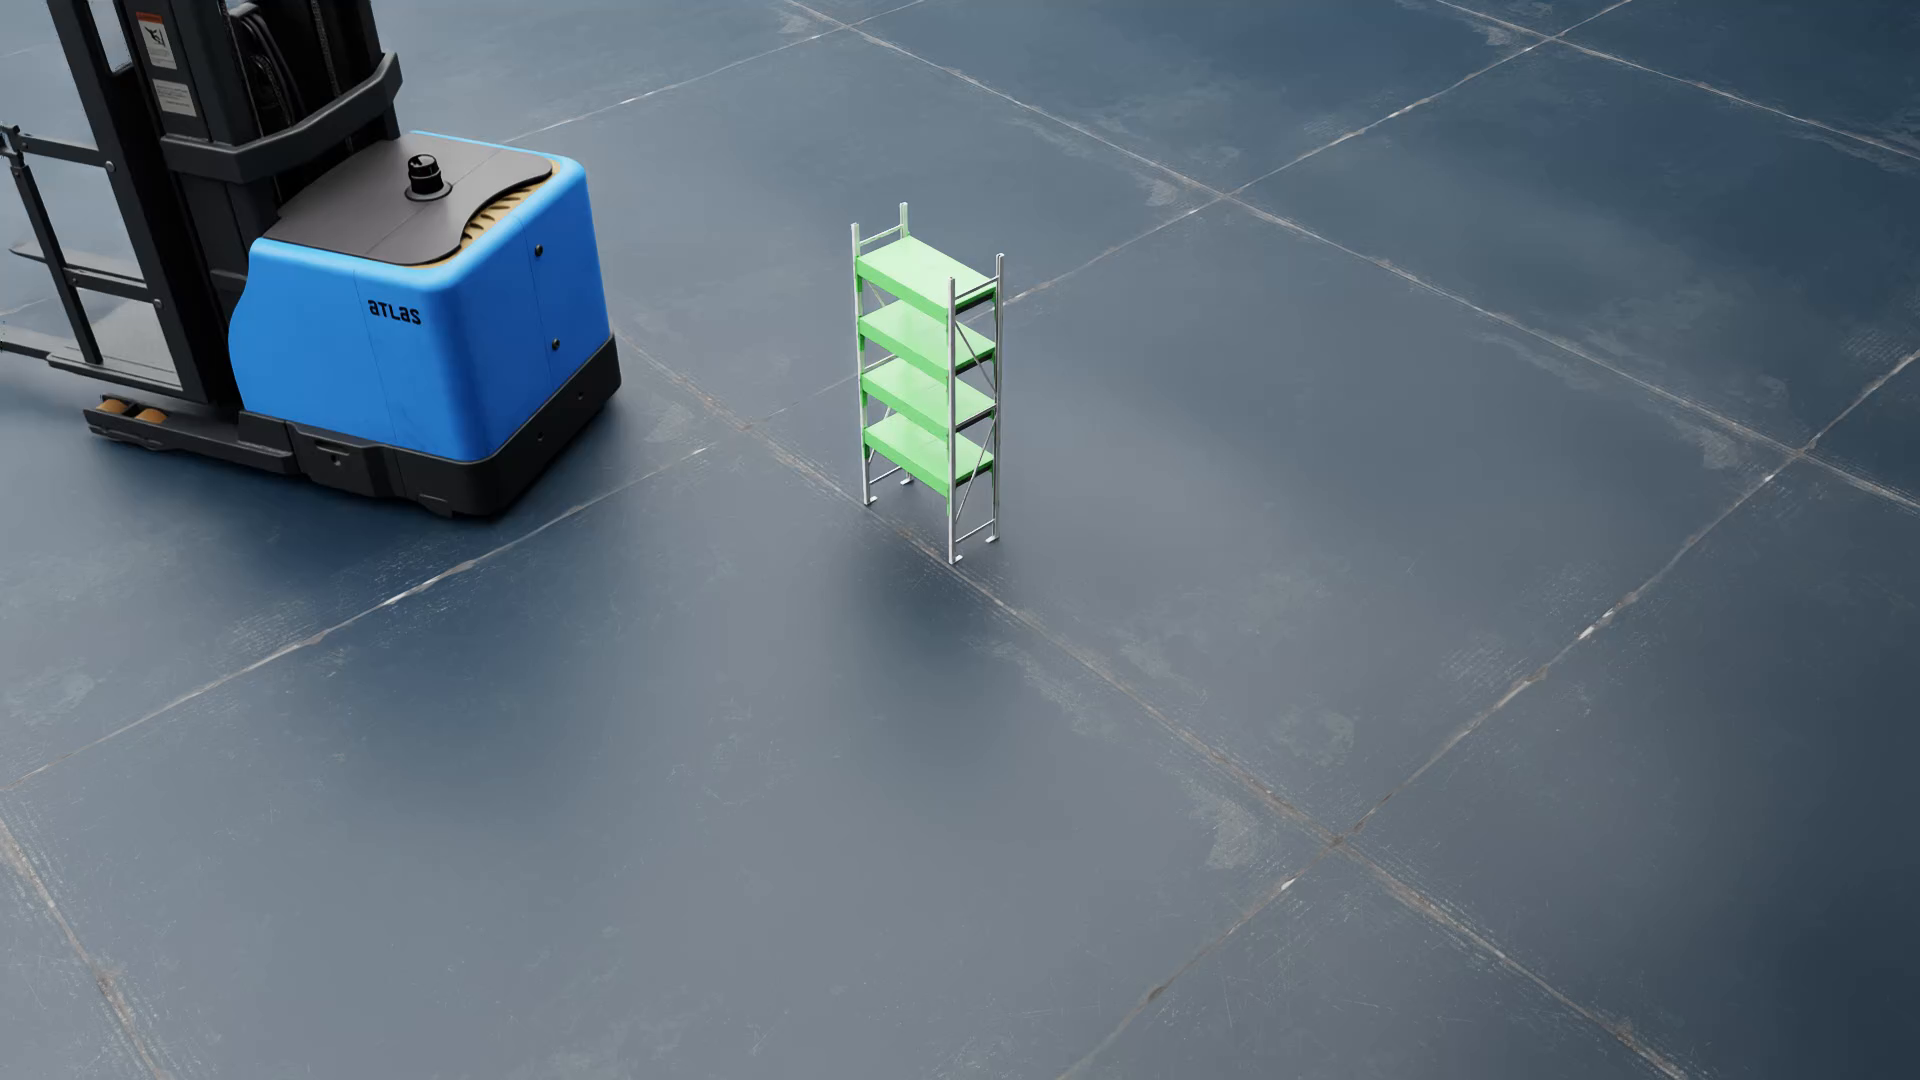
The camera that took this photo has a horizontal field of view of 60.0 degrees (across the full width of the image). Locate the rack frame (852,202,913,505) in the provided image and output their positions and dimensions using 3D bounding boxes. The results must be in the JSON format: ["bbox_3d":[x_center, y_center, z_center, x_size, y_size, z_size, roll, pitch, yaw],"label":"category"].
[{"bbox_3d":[-0.277,-0.656,6.108,0.240,1.200,0.015,-30,48,-32],"label":"rack frame"}]

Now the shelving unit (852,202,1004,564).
[{"bbox_3d":[-0.112,-0.543,5.968,0.258,1.200,0.503,-30,48,-32],"label":"shelving unit"}]

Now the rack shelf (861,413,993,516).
[{"bbox_3d":[-0.112,-0.307,6.159,0.258,0.148,0.480,-30,48,-32],"label":"rack shelf"}]

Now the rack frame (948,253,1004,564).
[{"bbox_3d":[0.053,-0.430,5.828,0.240,1.200,0.015,-30,48,-32],"label":"rack frame"}]

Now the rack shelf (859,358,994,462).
[{"bbox_3d":[-0.112,-0.494,6.008,0.258,0.148,0.480,-30,48,-32],"label":"rack shelf"}]

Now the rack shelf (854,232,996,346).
[{"bbox_3d":[-0.112,-0.867,5.706,0.258,0.148,0.480,-30,48,-32],"label":"rack shelf"}]

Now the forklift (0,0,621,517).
[{"bbox_3d":[-2.987,-1.796,6.141,3.031,2.935,1.130,13,41,16],"label":"forklift"}]

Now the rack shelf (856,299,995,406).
[{"bbox_3d":[-0.112,-0.680,5.857,0.258,0.148,0.480,-30,48,-32],"label":"rack shelf"}]
